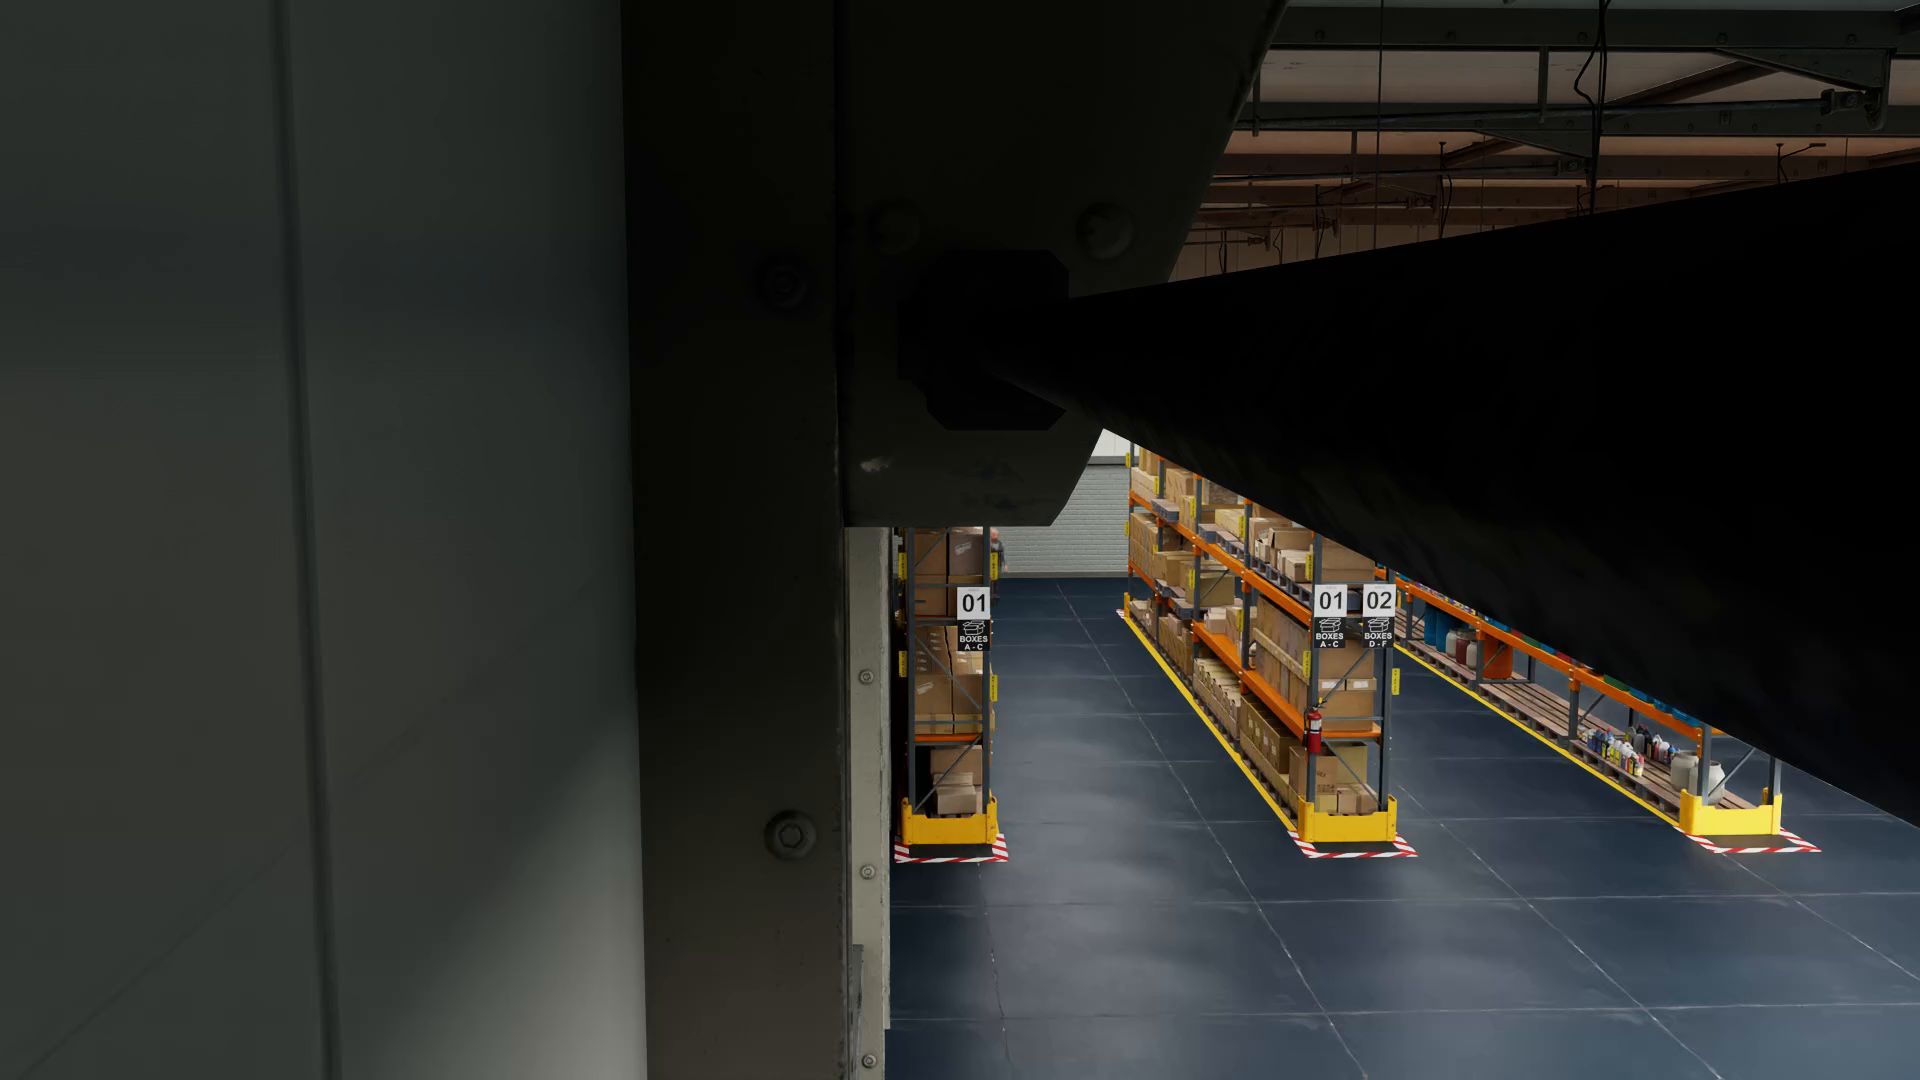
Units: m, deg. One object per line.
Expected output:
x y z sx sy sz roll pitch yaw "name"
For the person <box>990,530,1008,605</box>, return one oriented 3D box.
0.786 0.617 38.133 0.617 1.695 0.908 -4 8 -27 "person"
